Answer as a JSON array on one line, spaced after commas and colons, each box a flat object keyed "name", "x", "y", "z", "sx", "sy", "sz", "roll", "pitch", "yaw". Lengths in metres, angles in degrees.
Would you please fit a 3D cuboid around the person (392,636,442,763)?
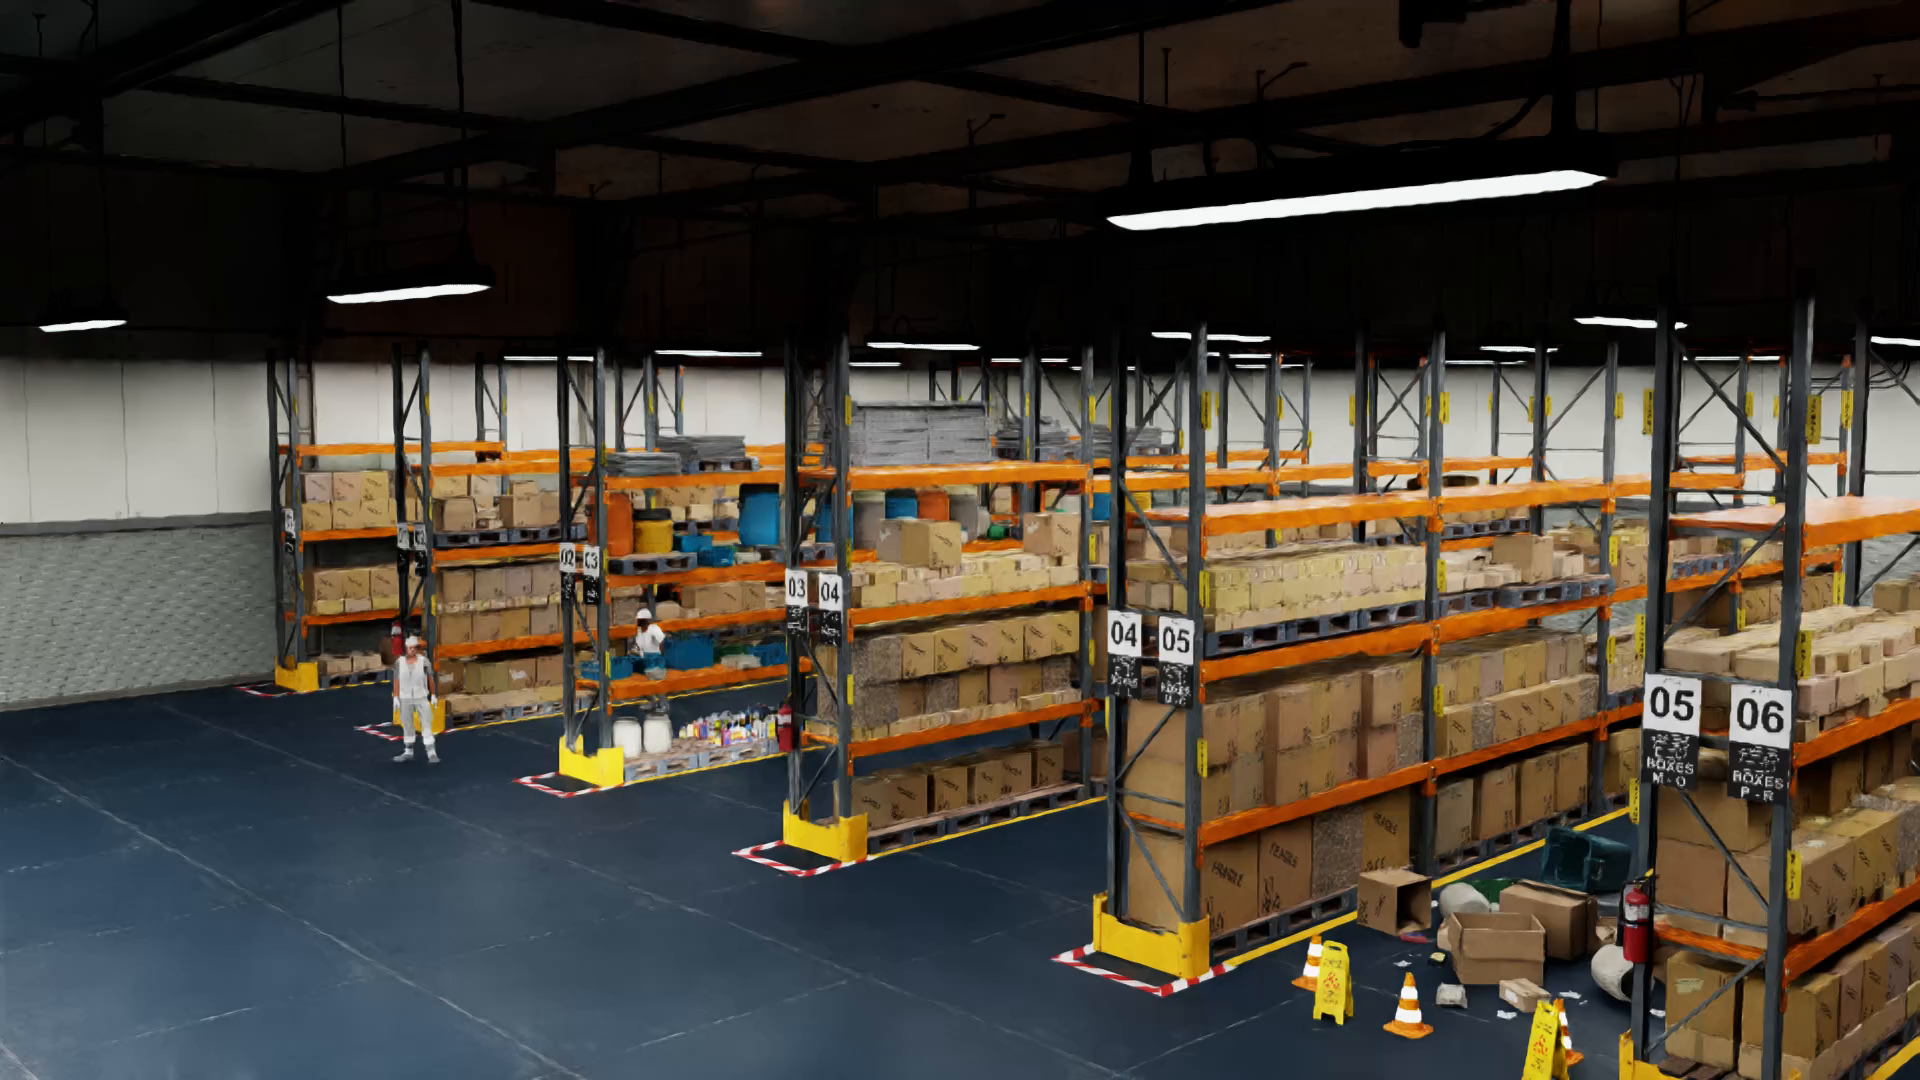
[{"name": "person", "x": -7.643, "y": 2.238, "z": 23.376, "sx": 0.692, "sy": 1.785, "sz": 0.533, "roll": -1, "pitch": 5, "yaw": -10}]

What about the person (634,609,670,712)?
[{"name": "person", "x": -5.061, "y": 1.968, "z": 27.166, "sx": 0.719, "sy": 1.714, "sz": 0.578, "roll": 5, "pitch": 7, "yaw": 44}]
